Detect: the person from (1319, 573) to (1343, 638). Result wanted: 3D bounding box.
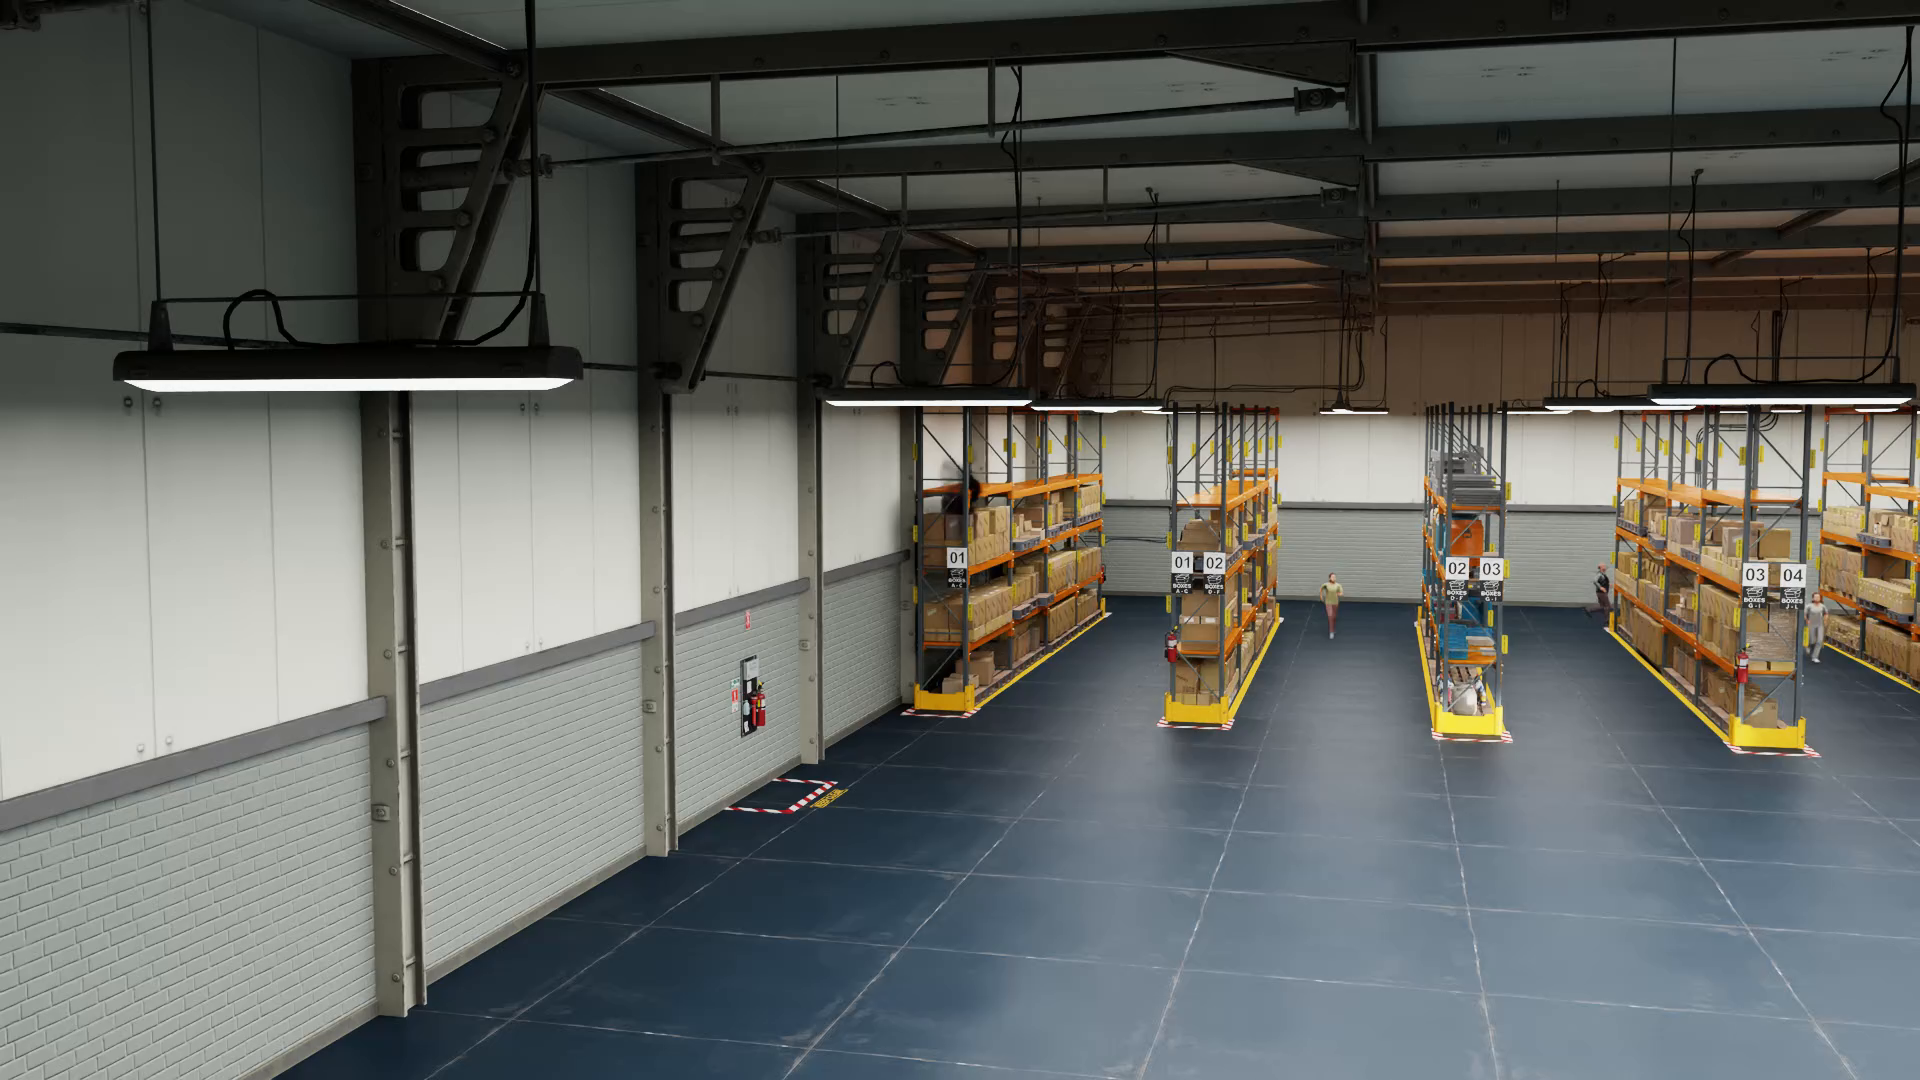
[{"bbox_3d":[9.683,1.681,43.261,0.587,1.644,0.989,0,4,2],"label":"person"}]

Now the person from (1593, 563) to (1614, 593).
[{"bbox_3d":[17.814,1.049,45.993,0.543,0.832,0.662,2,5,25],"label":"person"}]

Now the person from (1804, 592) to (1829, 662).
[{"bbox_3d":[20.102,2.036,39.058,0.580,1.623,0.699,1,4,12],"label":"person"}]
